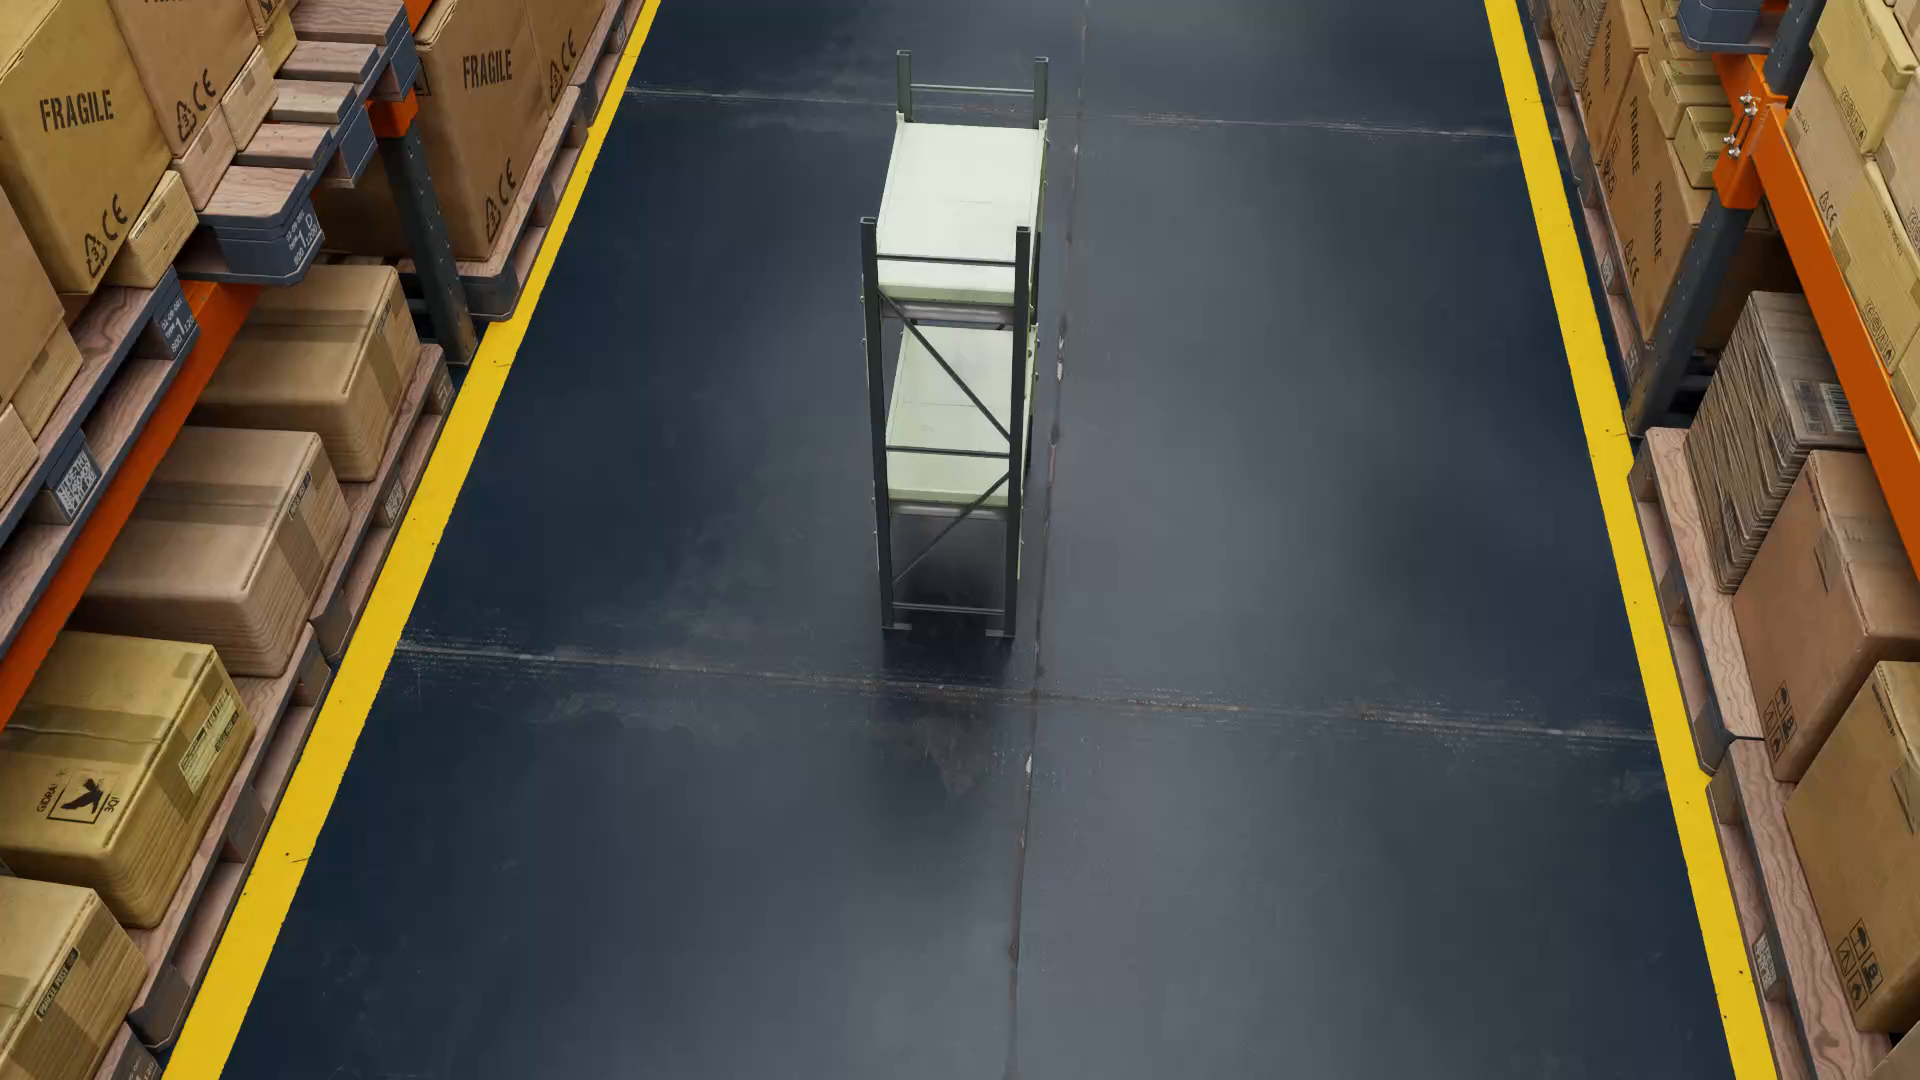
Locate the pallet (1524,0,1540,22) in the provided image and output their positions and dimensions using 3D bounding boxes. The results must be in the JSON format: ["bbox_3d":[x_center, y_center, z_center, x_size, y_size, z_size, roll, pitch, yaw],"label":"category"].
[{"bbox_3d":[3.067,-2.758,7.630,1.003,0.211,1.213,4,48,4],"label":"pallet"}]

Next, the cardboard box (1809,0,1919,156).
[{"bbox_3d":[2.430,-1.171,4.051,0.500,0.250,0.500,4,48,3],"label":"cardboard box"}]

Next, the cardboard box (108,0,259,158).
[{"bbox_3d":[-2.005,-1.234,3.792,0.500,0.500,0.500,3,48,3],"label":"cardboard box"}]

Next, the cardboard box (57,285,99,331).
[{"bbox_3d":[-2.121,-0.538,3.595,0.380,0.149,0.250,4,48,4],"label":"cardboard box"}]

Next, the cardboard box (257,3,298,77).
[{"bbox_3d":[-1.952,-1.290,4.283,0.380,0.149,0.250,5,48,4],"label":"cardboard box"}]

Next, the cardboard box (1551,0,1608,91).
[{"bbox_3d":[2.693,-2.118,6.564,0.500,0.500,0.500,2,48,2],"label":"cardboard box"}]

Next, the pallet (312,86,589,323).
[{"bbox_3d":[-2.058,-1.325,6.318,1.003,0.211,1.213,4,48,4],"label":"pallet"}]

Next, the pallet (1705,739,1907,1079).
[{"bbox_3d":[2.511,1.077,4.122,1.003,0.211,1.213,4,48,4],"label":"pallet"}]

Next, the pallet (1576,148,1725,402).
[{"bbox_3d":[2.845,-0.965,5.990,1.003,0.211,1.213,4,48,4],"label":"pallet"}]

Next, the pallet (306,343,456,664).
[{"bbox_3d":[-2.277,-0.176,5.268,1.003,0.211,1.213,4,48,4],"label":"pallet"}]

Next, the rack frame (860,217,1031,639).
[{"bbox_3d":[-0.034,-0.232,4.446,0.400,1.500,0.023,4,48,4],"label":"rack frame"}]

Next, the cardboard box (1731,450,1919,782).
[{"bbox_3d":[2.617,0.237,4.325,0.875,0.625,0.625,5,48,5],"label":"cardboard box"}]

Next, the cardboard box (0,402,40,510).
[{"bbox_3d":[-2.058,-0.150,3.240,0.380,0.149,0.250,6,48,5],"label":"cardboard box"}]

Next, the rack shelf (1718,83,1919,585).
[{"bbox_3d":[2.557,0.352,3.383,1.077,0.370,4.000,4,48,4],"label":"rack shelf"}]

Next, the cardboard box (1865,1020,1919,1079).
[{"bbox_3d":[2.489,1.285,3.367,0.875,0.625,0.625,3,48,3],"label":"cardboard box"}]

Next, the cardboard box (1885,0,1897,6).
[{"bbox_3d":[2.416,-1.399,3.989,0.380,0.149,0.250,5,48,5],"label":"cardboard box"}]

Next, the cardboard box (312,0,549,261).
[{"bbox_3d":[-2.059,-1.618,5.852,0.875,0.875,0.875,3,48,3],"label":"cardboard box"}]

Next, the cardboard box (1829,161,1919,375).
[{"bbox_3d":[2.404,-0.631,3.896,0.500,0.250,0.500,3,48,3],"label":"cardboard box"}]

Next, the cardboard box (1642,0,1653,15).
[{"bbox_3d":[2.685,-2.025,6.039,0.380,0.149,0.250,3,48,3],"label":"cardboard box"}]

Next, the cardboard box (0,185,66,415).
[{"bbox_3d":[-2.101,-0.462,3.086,0.500,0.500,0.500,2,48,2],"label":"cardboard box"}]

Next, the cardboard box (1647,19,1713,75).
[{"bbox_3d":[2.594,-1.651,5.697,0.380,0.149,0.250,2,48,2],"label":"cardboard box"}]

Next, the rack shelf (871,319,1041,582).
[{"bbox_3d":[-0.001,-0.281,4.933,0.431,0.370,0.720,4,48,4],"label":"rack shelf"}]

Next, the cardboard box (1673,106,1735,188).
[{"bbox_3d":[2.532,-1.257,5.337,0.380,0.149,0.250,2,48,2],"label":"cardboard box"}]

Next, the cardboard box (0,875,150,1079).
[{"bbox_3d":[-2.462,1.079,3.727,0.950,0.372,0.625,7,48,6],"label":"cardboard box"}]

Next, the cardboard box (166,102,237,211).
[{"bbox_3d":[-1.962,-0.917,3.942,0.380,0.149,0.250,2,48,2],"label":"cardboard box"}]

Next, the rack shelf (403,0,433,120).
[{"bbox_3d":[-2.022,-2.918,6.374,1.077,0.370,4.000,4,48,4],"label":"rack shelf"}]

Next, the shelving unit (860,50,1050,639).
[{"bbox_3d":[-0.001,-0.501,4.692,0.431,1.500,0.755,4,48,4],"label":"shelving unit"}]

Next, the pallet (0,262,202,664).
[{"bbox_3d":[-2.344,-0.169,3.502,1.003,0.211,1.213,4,48,4],"label":"pallet"}]

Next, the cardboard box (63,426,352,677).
[{"bbox_3d":[-2.325,0.011,4.703,0.950,0.372,0.625,3,48,3],"label":"cardboard box"}]

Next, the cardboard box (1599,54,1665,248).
[{"bbox_3d":[2.619,-1.351,5.862,0.500,0.500,0.500,3,48,3],"label":"cardboard box"}]

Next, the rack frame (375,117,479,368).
[{"bbox_3d":[-2.205,-1.691,4.764,1.000,3.000,0.127,4,48,4],"label":"rack frame"}]

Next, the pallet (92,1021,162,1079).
[{"bbox_3d":[-2.500,1.617,3.628,1.003,0.211,1.213,4,48,4],"label":"pallet"}]
